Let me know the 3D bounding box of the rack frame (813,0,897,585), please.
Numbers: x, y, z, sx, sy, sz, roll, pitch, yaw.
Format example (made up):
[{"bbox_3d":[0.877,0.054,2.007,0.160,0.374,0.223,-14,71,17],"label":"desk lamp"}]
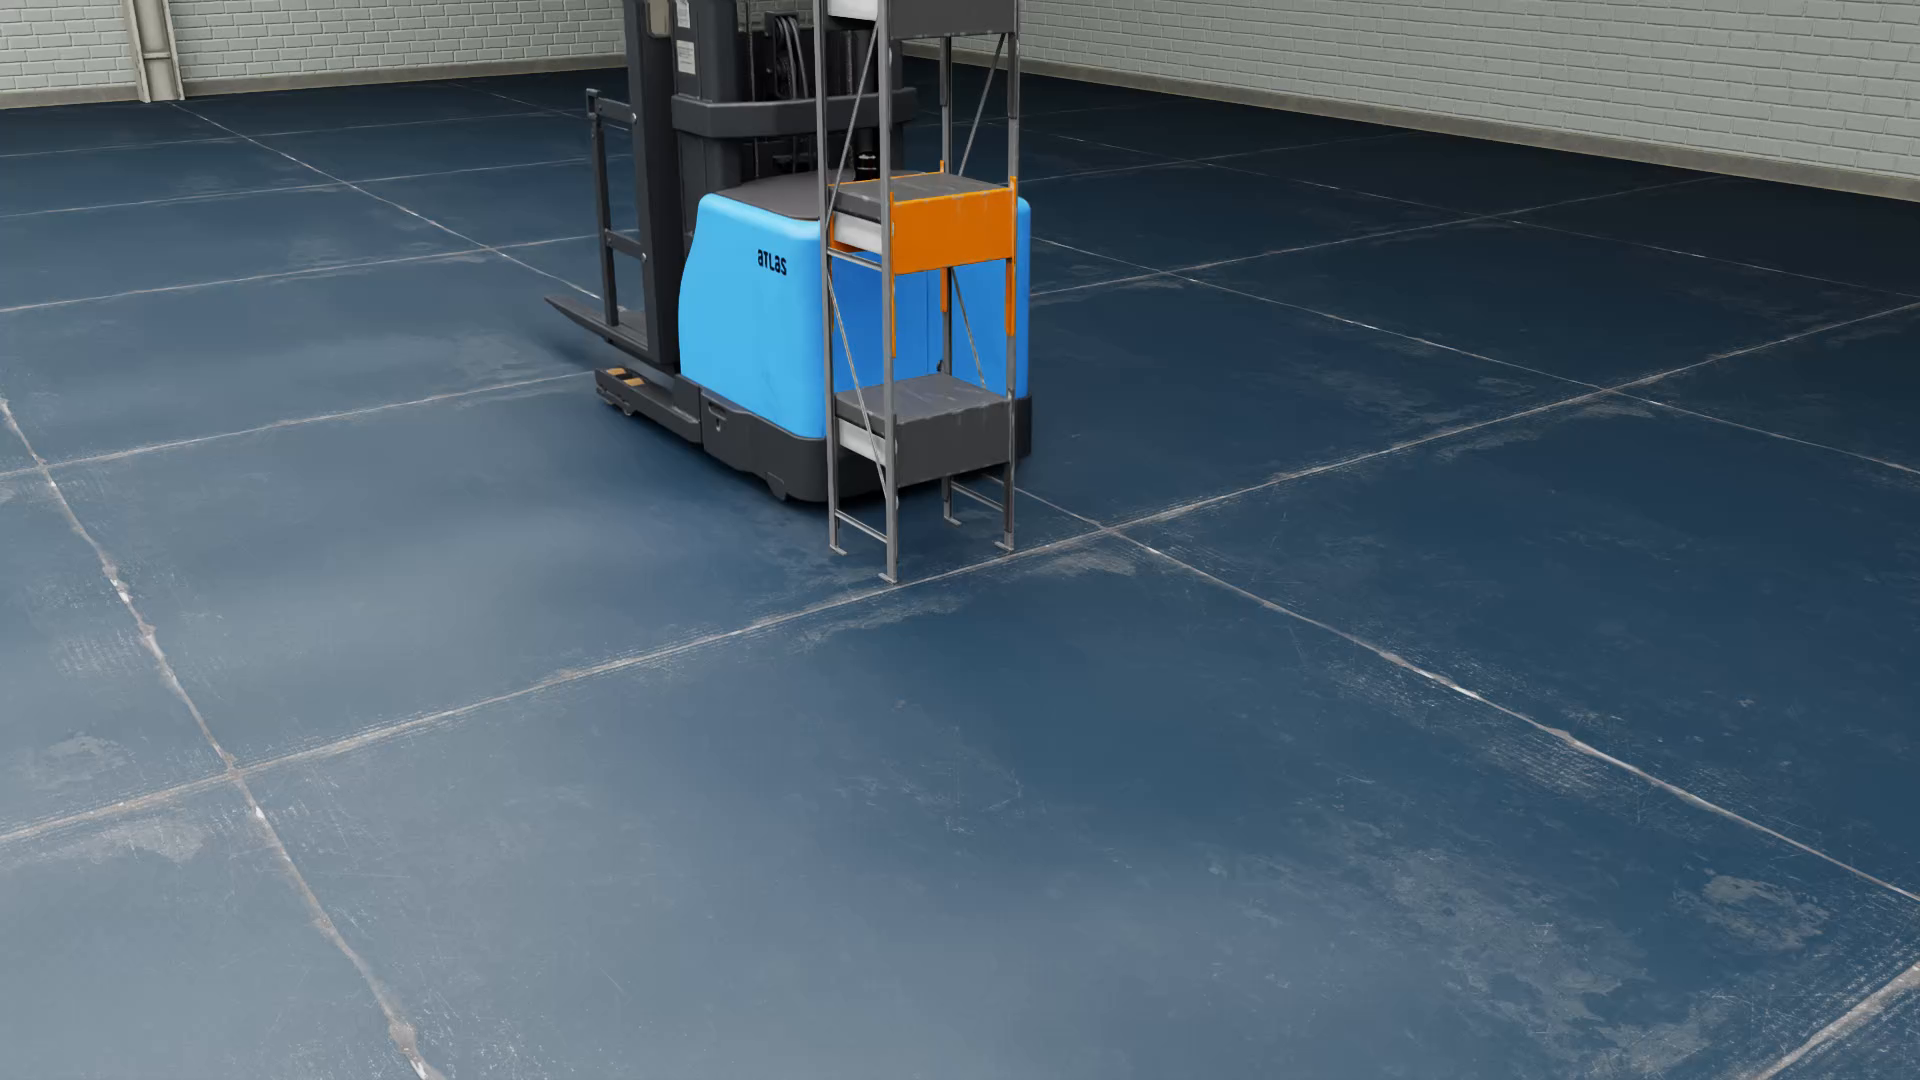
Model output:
[{"bbox_3d":[-0.332,-0.887,5.285,0.015,2.100,0.400,-15,26,-33],"label":"rack frame"}]

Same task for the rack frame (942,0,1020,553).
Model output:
[{"bbox_3d":[0.064,-0.992,5.550,0.015,2.100,0.400,-15,26,-33],"label":"rack frame"}]

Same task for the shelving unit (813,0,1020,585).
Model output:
[{"bbox_3d":[-0.134,-0.939,5.417,0.503,2.100,0.431,-15,26,-33],"label":"shelving unit"}]

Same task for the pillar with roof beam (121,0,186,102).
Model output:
[{"bbox_3d":[-5.902,-7.531,12.626,0.400,9.000,9.100,-15,26,-33],"label":"pillar with roof beam"}]

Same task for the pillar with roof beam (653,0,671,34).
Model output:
[{"bbox_3d":[-1.031,-8.829,15.881,0.400,9.000,9.100,-15,26,-33],"label":"pillar with roof beam"}]

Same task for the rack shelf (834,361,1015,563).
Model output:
[{"bbox_3d":[-0.134,-0.277,5.682,0.480,0.518,0.431,-15,26,-33],"label":"rack shelf"}]

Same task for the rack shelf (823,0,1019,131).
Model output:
[{"bbox_3d":[-0.134,-1.577,5.163,0.480,0.518,0.431,-15,26,-33],"label":"rack shelf"}]

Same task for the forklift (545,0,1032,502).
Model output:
[{"bbox_3d":[-0.963,-1.989,6.927,1.130,2.935,3.031,-14,26,-32],"label":"forklift"}]

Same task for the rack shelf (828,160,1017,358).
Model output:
[{"bbox_3d":[-0.134,-0.927,5.422,0.480,0.518,0.431,-15,26,-33],"label":"rack shelf"}]
